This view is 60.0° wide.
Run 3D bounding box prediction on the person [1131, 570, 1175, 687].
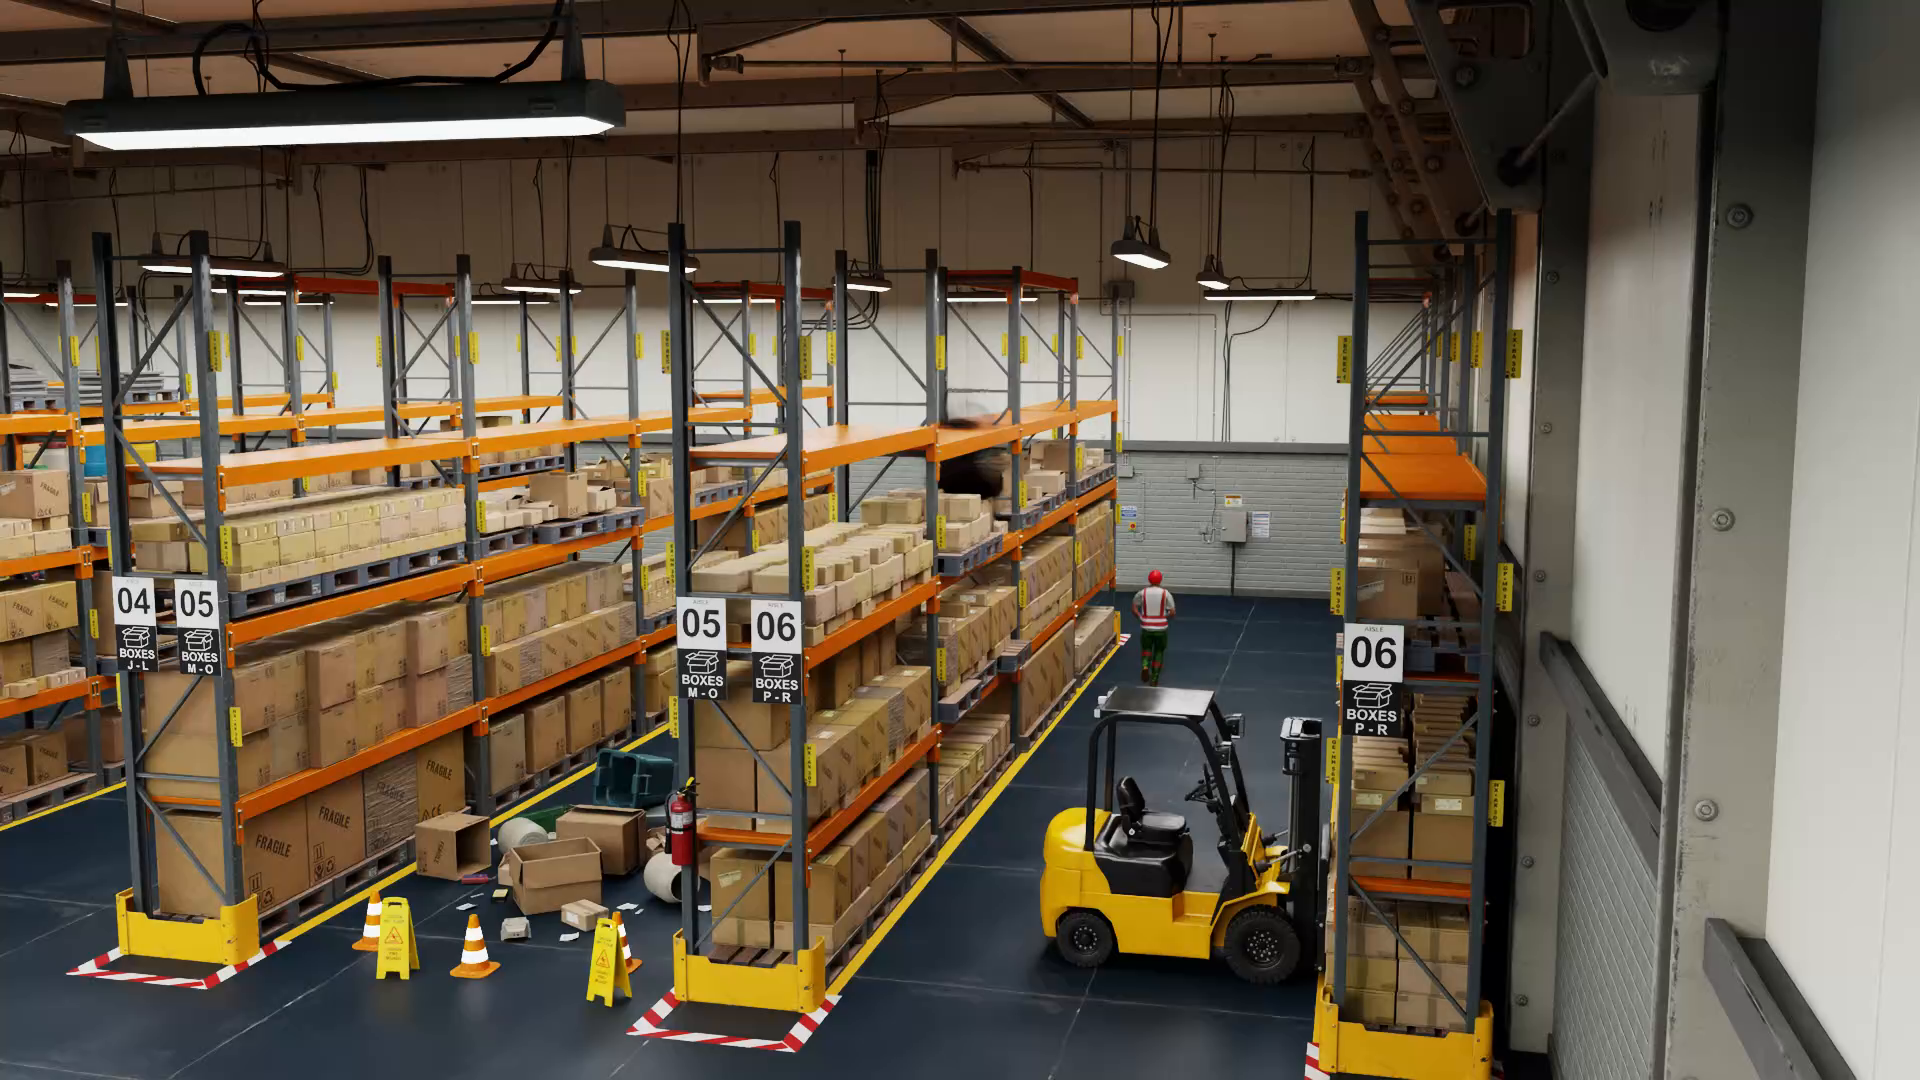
[{"bbox_3d":[2.881,1.292,24.690,0.649,1.739,0.603,2,7,14],"label":"person"}]
